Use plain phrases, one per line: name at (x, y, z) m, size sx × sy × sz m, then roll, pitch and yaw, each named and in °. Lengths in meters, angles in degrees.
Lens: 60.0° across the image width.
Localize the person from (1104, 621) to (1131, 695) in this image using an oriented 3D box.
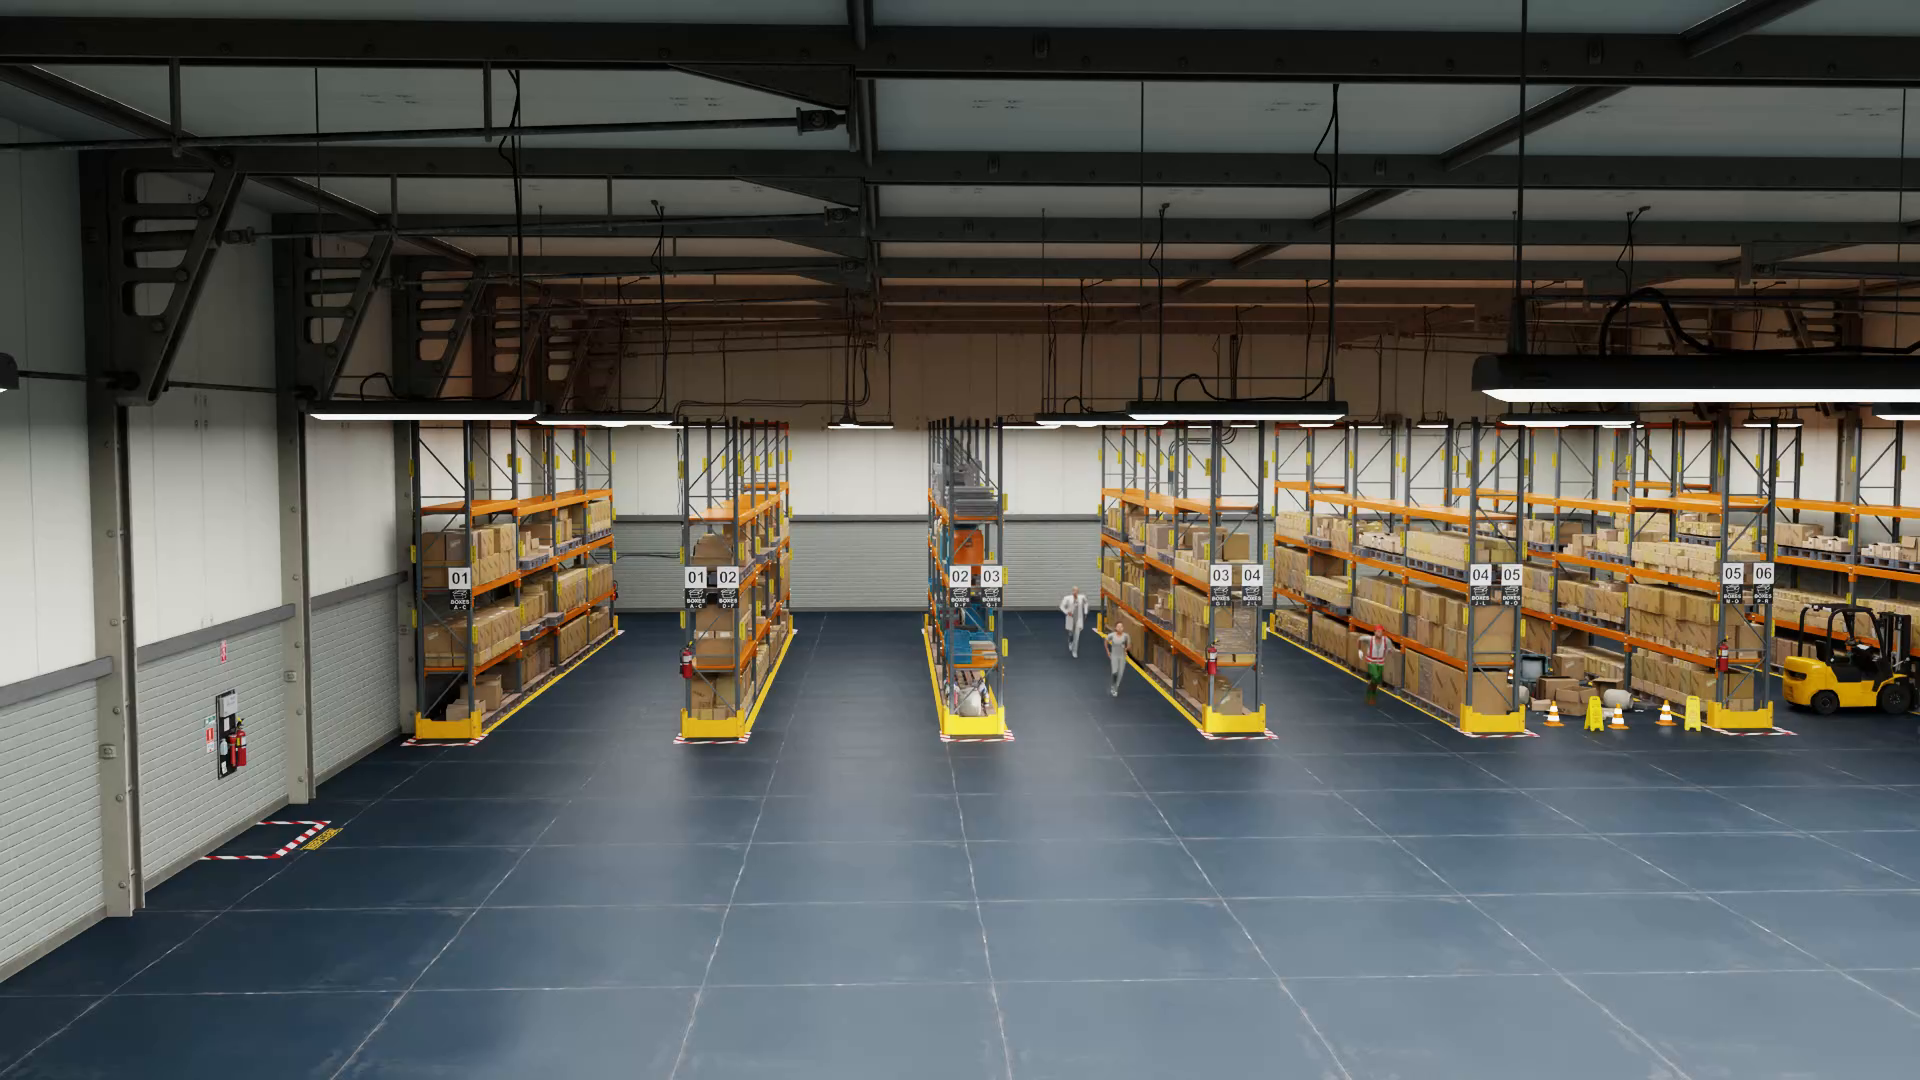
person at (3.418, 2.558, 35.885) m, size 0.564 × 1.627 × 0.616 m, roll 0°, pitch 4°, yaw -4°

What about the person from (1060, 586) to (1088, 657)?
person at (2.929, 2.062, 42.613) m, size 0.733 × 1.774 × 1.077 m, roll 0°, pitch 4°, yaw -3°

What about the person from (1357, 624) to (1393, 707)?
person at (8.615, 2.590, 34.513) m, size 0.643 × 1.722 × 0.923 m, roll -1°, pitch 4°, yaw -9°
